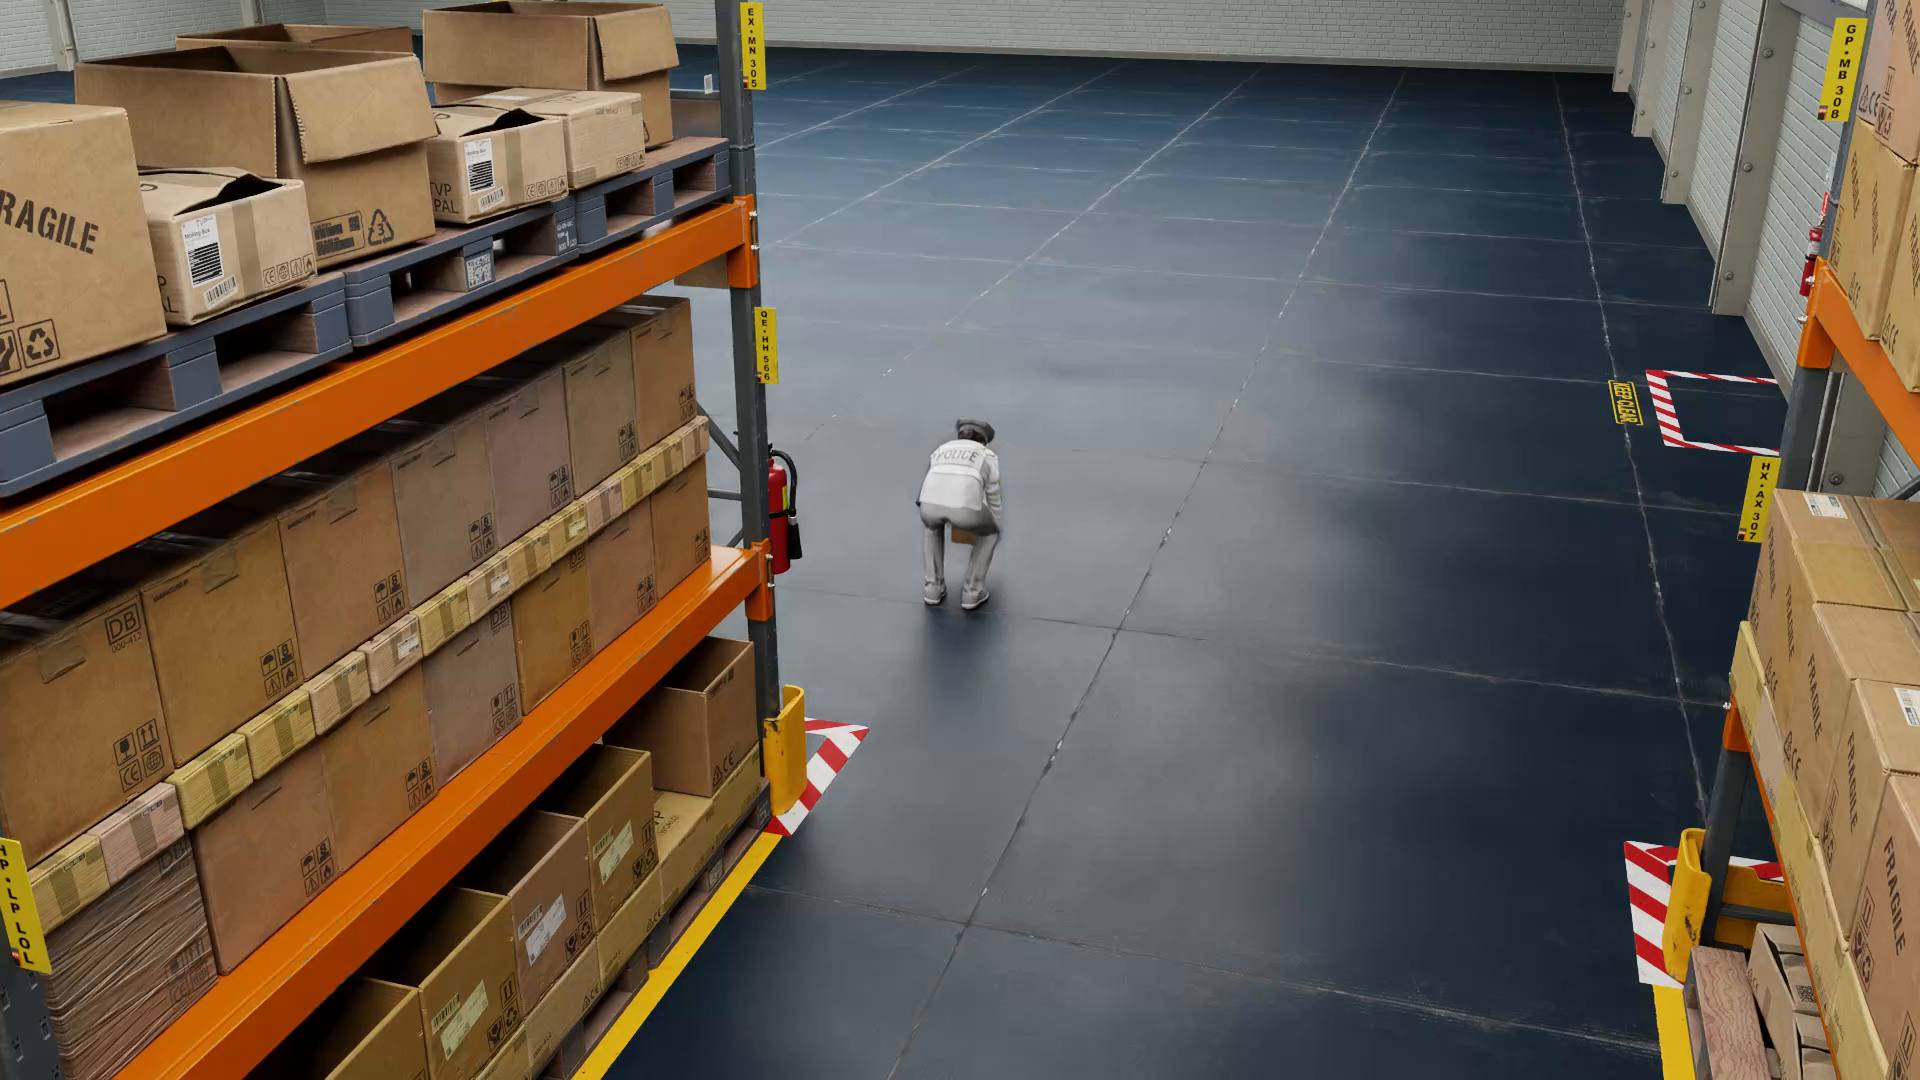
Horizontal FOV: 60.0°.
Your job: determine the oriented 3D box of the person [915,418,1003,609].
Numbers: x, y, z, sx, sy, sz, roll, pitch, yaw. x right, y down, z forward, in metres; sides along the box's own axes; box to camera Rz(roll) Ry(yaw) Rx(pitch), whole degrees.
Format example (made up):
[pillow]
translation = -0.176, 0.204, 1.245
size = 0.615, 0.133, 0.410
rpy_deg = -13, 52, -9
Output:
[person]
translation = 0.013, -0.162, 9.890
size = 0.467, 0.991, 0.917
rpy_deg = 5, 23, 13
